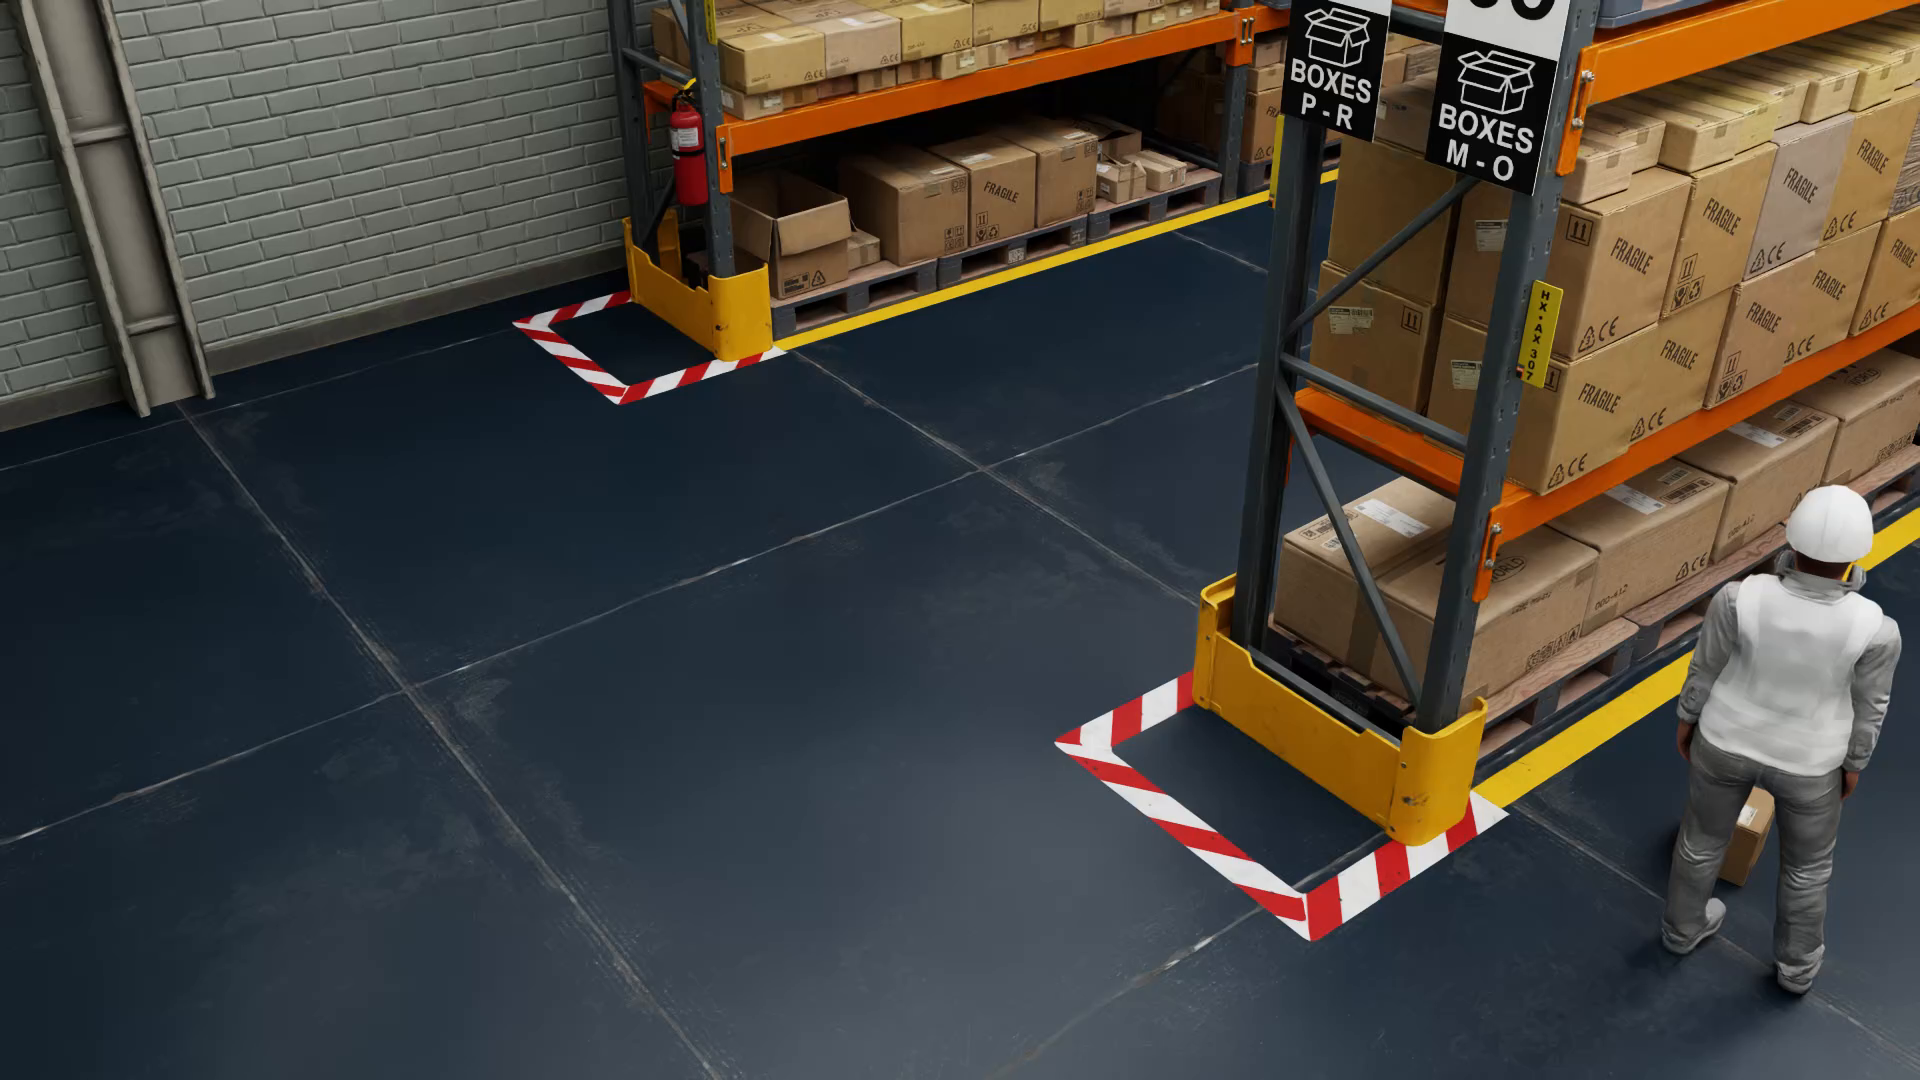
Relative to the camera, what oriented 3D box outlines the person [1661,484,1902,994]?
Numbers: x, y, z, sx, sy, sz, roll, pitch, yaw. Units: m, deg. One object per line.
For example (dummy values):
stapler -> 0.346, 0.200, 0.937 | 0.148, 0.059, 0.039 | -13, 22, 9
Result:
person -> 2.532, 0.617, 5.108 | 0.632, 1.780, 0.394 | 18, 36, 27
